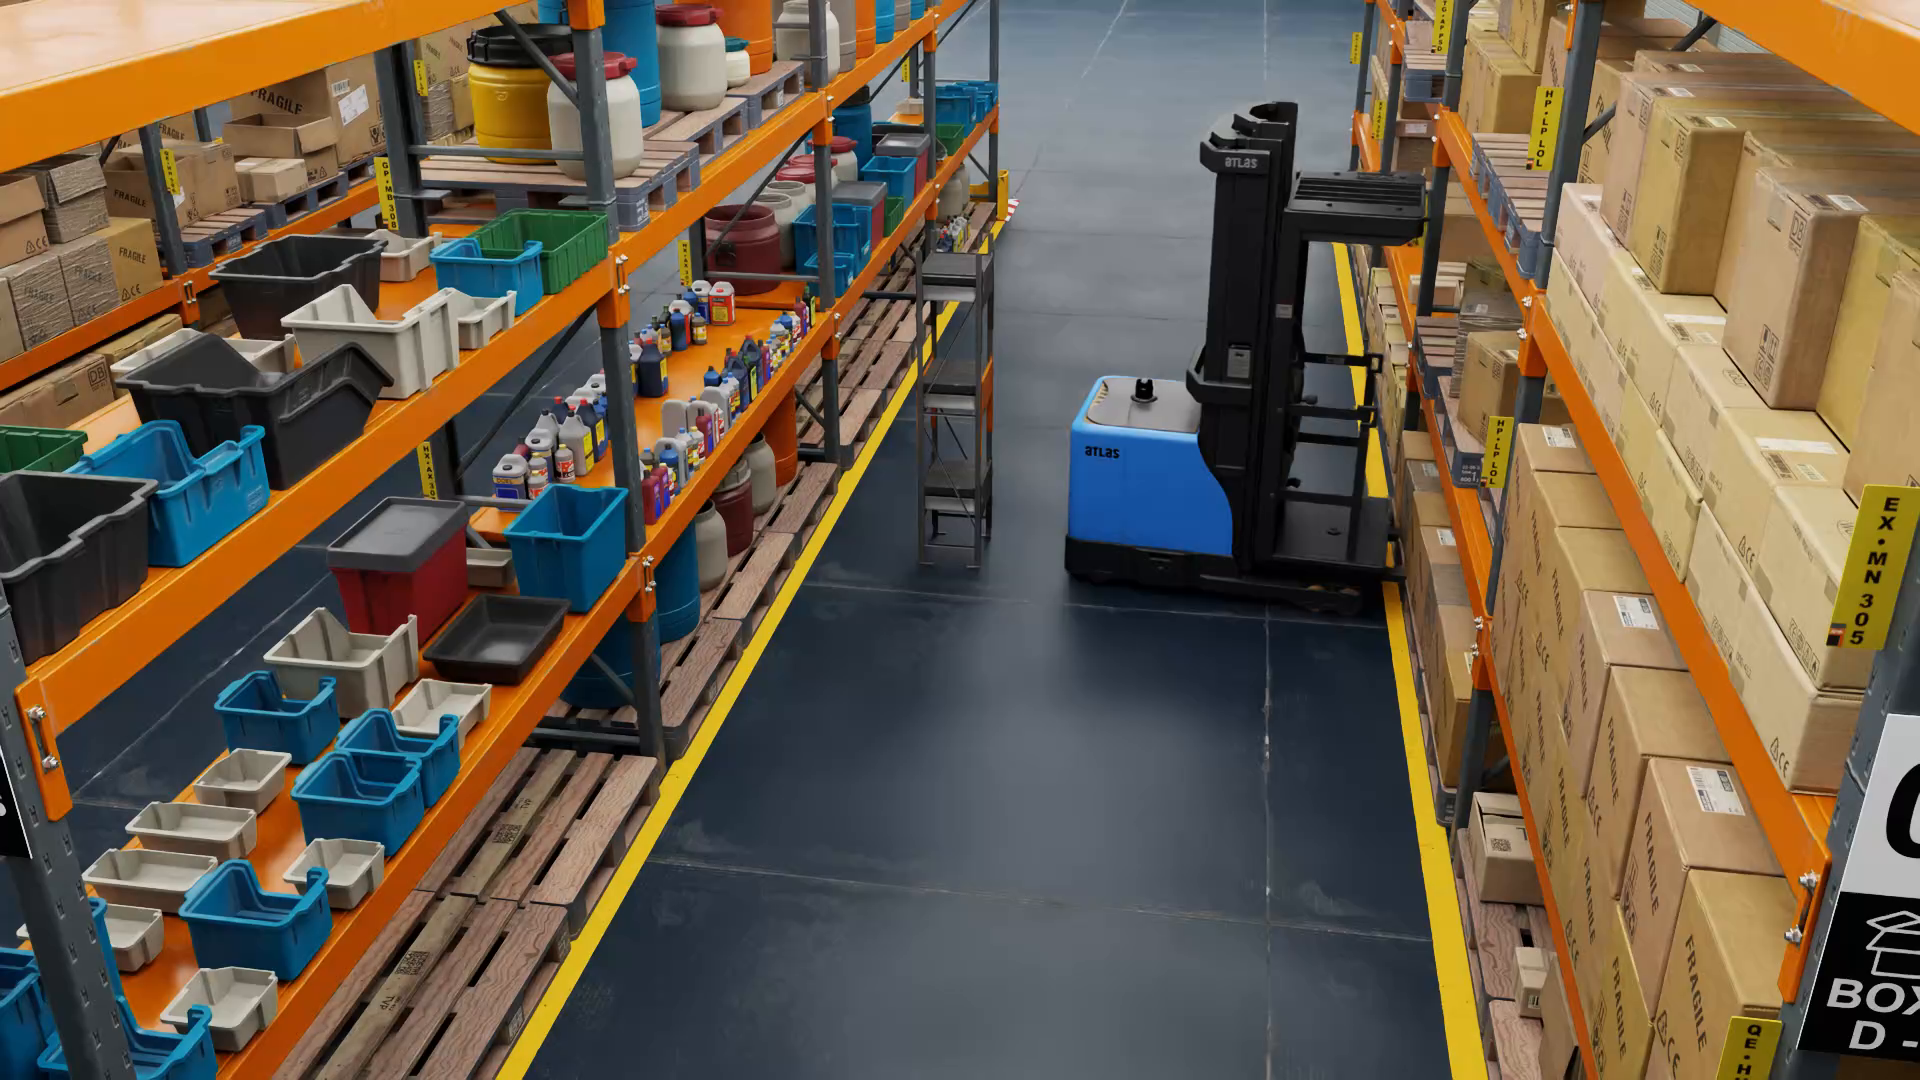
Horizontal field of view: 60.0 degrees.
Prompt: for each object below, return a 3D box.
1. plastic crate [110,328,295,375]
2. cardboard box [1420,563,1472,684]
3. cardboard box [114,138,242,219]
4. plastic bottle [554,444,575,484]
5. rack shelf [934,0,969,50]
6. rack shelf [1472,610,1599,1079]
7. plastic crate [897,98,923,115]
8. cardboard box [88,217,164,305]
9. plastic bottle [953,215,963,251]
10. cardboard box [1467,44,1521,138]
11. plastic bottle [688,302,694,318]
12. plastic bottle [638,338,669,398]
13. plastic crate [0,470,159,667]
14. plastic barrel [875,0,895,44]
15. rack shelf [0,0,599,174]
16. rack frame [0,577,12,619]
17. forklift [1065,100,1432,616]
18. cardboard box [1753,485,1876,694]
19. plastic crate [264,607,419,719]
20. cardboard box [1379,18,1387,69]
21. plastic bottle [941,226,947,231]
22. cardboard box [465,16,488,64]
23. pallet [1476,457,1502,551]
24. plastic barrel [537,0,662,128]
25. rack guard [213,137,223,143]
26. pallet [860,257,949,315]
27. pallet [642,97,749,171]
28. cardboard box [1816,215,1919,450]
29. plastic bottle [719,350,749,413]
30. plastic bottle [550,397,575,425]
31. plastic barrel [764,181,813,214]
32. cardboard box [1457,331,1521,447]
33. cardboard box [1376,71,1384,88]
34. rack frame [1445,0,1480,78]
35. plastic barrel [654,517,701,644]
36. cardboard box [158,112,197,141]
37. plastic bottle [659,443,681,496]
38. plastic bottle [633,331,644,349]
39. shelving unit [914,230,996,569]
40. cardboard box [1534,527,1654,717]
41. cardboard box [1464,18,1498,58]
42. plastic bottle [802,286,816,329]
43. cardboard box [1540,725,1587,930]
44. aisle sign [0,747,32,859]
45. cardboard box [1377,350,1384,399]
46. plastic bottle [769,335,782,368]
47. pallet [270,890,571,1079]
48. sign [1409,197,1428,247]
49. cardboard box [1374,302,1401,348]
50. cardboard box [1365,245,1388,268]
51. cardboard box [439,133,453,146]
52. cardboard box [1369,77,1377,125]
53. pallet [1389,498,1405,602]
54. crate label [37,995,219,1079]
[{"bbox_3d":[-2.591,-0.607,5.780,0.437,0.136,0.530,4,25,9],"label":"plastic crate"},{"bbox_3d":[2.826,0.477,9.123,0.500,0.500,0.500,4,25,9],"label":"cardboard box"},{"bbox_3d":[-6.221,-2.880,13.250,0.700,0.500,0.500,8,26,16],"label":"cardboard box"},{"bbox_3d":[-2.099,-0.408,8.818,0.097,0.201,0.097,0,25,0],"label":"plastic bottle"},{"bbox_3d":[-0.396,-5.374,16.503,1.077,0.370,4.000,4,25,9],"label":"rack shelf"},{"bbox_3d":[2.529,1.348,5.680,1.077,0.370,4.000,4,25,9],"label":"rack shelf"},{"bbox_3d":[-0.533,-4.706,18.077,0.298,0.136,0.250,4,25,9],"label":"plastic crate"},{"bbox_3d":[-6.099,-1.997,11.860,0.500,0.500,0.500,5,26,10],"label":"cardboard box"},{"bbox_3d":[-0.051,-3.148,17.042,0.144,0.351,0.185,5,26,11],"label":"plastic bottle"},{"bbox_3d":[3.388,-2.493,9.381,0.910,0.500,0.500,4,25,9],"label":"cardboard box"},{"bbox_3d":[-1.828,-1.496,11.142,0.097,0.201,0.097,0,25,0],"label":"plastic bottle"},{"bbox_3d":[-1.850,-1.050,10.013,0.144,0.351,0.185,4,25,9],"label":"plastic bottle"},{"bbox_3d":[-2.346,0.073,4.172,0.497,0.269,0.590,4,25,9],"label":"plastic crate"},{"bbox_3d":[-0.805,-4.316,12.802,0.600,0.901,0.708,4,25,9],"label":"plastic barrel"},{"bbox_3d":[-2.357,-1.533,5.230,1.077,0.370,4.000,4,25,9],"label":"rack shelf"},{"bbox_3d":[-2.684,-1.203,3.205,1.000,3.000,0.127,4,25,9],"label":"rack frame"},{"bbox_3d":[2.248,-1.108,10.160,3.031,2.935,1.130,6,26,13],"label":"forklift"},{"bbox_3d":[2.035,0.109,3.527,0.500,0.250,0.500,4,25,9],"label":"cardboard box"},{"bbox_3d":[-2.461,0.493,6.727,0.437,0.282,0.530,4,25,9],"label":"plastic crate"},{"bbox_3d":[4.639,-5.029,16.808,0.700,0.500,0.500,3,25,7],"label":"cardboard box"},{"bbox_3d":[-0.153,-3.150,17.224,0.097,0.201,0.097,0,25,0],"label":"plastic bottle"},{"bbox_3d":[-5.122,-5.070,16.894,0.500,0.500,0.500,4,25,9],"label":"cardboard box"},{"bbox_3d":[3.094,-0.054,8.053,1.003,0.211,1.213,4,25,9],"label":"pallet"},{"bbox_3d":[-1.902,-2.659,8.768,0.600,0.901,0.708,4,25,9],"label":"plastic barrel"},{"bbox_3d":[-9.828,-4.785,20.882,1.175,0.500,0.348,4,25,9],"label":"rack guard"},{"bbox_3d":[-0.572,-2.520,16.385,1.003,0.211,1.213,4,25,9],"label":"pallet"},{"bbox_3d":[-1.816,-2.241,9.184,1.003,0.211,1.213,4,25,9],"label":"pallet"},{"bbox_3d":[2.435,-0.417,3.767,0.700,0.500,0.500,4,25,9],"label":"cardboard box"},{"bbox_3d":[-1.327,-0.936,9.770,0.144,0.351,0.185,4,25,9],"label":"plastic bottle"},{"bbox_3d":[-2.172,-0.621,9.097,0.144,0.351,0.185,4,25,9],"label":"plastic bottle"},{"bbox_3d":[-1.350,-2.504,12.929,0.421,0.512,0.421,0,25,0],"label":"plastic barrel"},{"bbox_3d":[3.084,-0.793,8.792,0.700,0.500,0.500,-2,25,-5],"label":"cardboard box"},{"bbox_3d":[4.374,-4.591,16.637,0.380,0.149,0.250,3,25,7],"label":"cardboard box"},{"bbox_3d":[3.510,-4.204,9.617,1.000,3.000,0.127,4,25,9],"label":"rack frame"},{"bbox_3d":[-1.809,0.079,9.523,0.600,0.901,0.708,4,25,9],"label":"plastic barrel"},{"bbox_3d":[-9.878,-4.847,20.077,0.875,0.875,0.875,4,25,9],"label":"cardboard box"},{"bbox_3d":[-1.511,-0.371,8.655,0.097,0.271,0.097,0,25,0],"label":"plastic bottle"},{"bbox_3d":[-2.000,-1.140,10.286,0.061,0.283,0.133,4,25,9],"label":"plastic bottle"},{"bbox_3d":[-0.027,-0.882,10.657,0.431,2.100,0.503,4,25,9],"label":"shelving unit"},{"bbox_3d":[2.333,0.296,5.782,0.500,0.500,0.500,3,25,7],"label":"cardboard box"},{"bbox_3d":[3.528,-3.162,10.609,0.500,0.250,0.500,2,25,5],"label":"cardboard box"},{"bbox_3d":[-1.021,-1.580,11.226,0.061,0.283,0.133,4,25,9],"label":"plastic bottle"},{"bbox_3d":[2.258,0.971,5.519,0.500,0.500,0.500,4,25,8],"label":"cardboard box"},{"bbox_3d":[-2.402,0.387,3.818,0.394,0.787,0.004,4,25,9],"label":"aisle sign"},{"bbox_3d":[3.602,-1.310,13.259,0.500,0.250,0.500,5,25,10],"label":"cardboard box"},{"bbox_3d":[-1.176,-1.196,10.501,0.097,0.201,0.097,0,25,0],"label":"plastic bottle"},{"bbox_3d":[-2.309,1.926,6.886,1.003,0.211,1.213,4,25,9],"label":"pallet"},{"bbox_3d":[2.962,-2.049,10.723,0.100,0.325,0.005,4,25,9],"label":"sign"},{"bbox_3d":[3.680,-1.778,13.596,0.500,0.311,0.500,3,25,7],"label":"cardboard box"},{"bbox_3d":[4.117,-2.862,15.690,0.500,0.500,0.500,4,25,9],"label":"cardboard box"},{"bbox_3d":[-5.223,-3.907,16.355,0.380,0.149,0.250,4,25,9],"label":"cardboard box"},{"bbox_3d":[4.728,-4.684,17.601,0.700,0.500,0.500,4,25,9],"label":"cardboard box"},{"bbox_3d":[3.351,0.085,10.819,1.003,0.211,1.213,4,25,9],"label":"pallet"},{"bbox_3d":[-2.319,1.482,4.672,0.416,0.233,0.303,4,25,9],"label":"crate label"}]
